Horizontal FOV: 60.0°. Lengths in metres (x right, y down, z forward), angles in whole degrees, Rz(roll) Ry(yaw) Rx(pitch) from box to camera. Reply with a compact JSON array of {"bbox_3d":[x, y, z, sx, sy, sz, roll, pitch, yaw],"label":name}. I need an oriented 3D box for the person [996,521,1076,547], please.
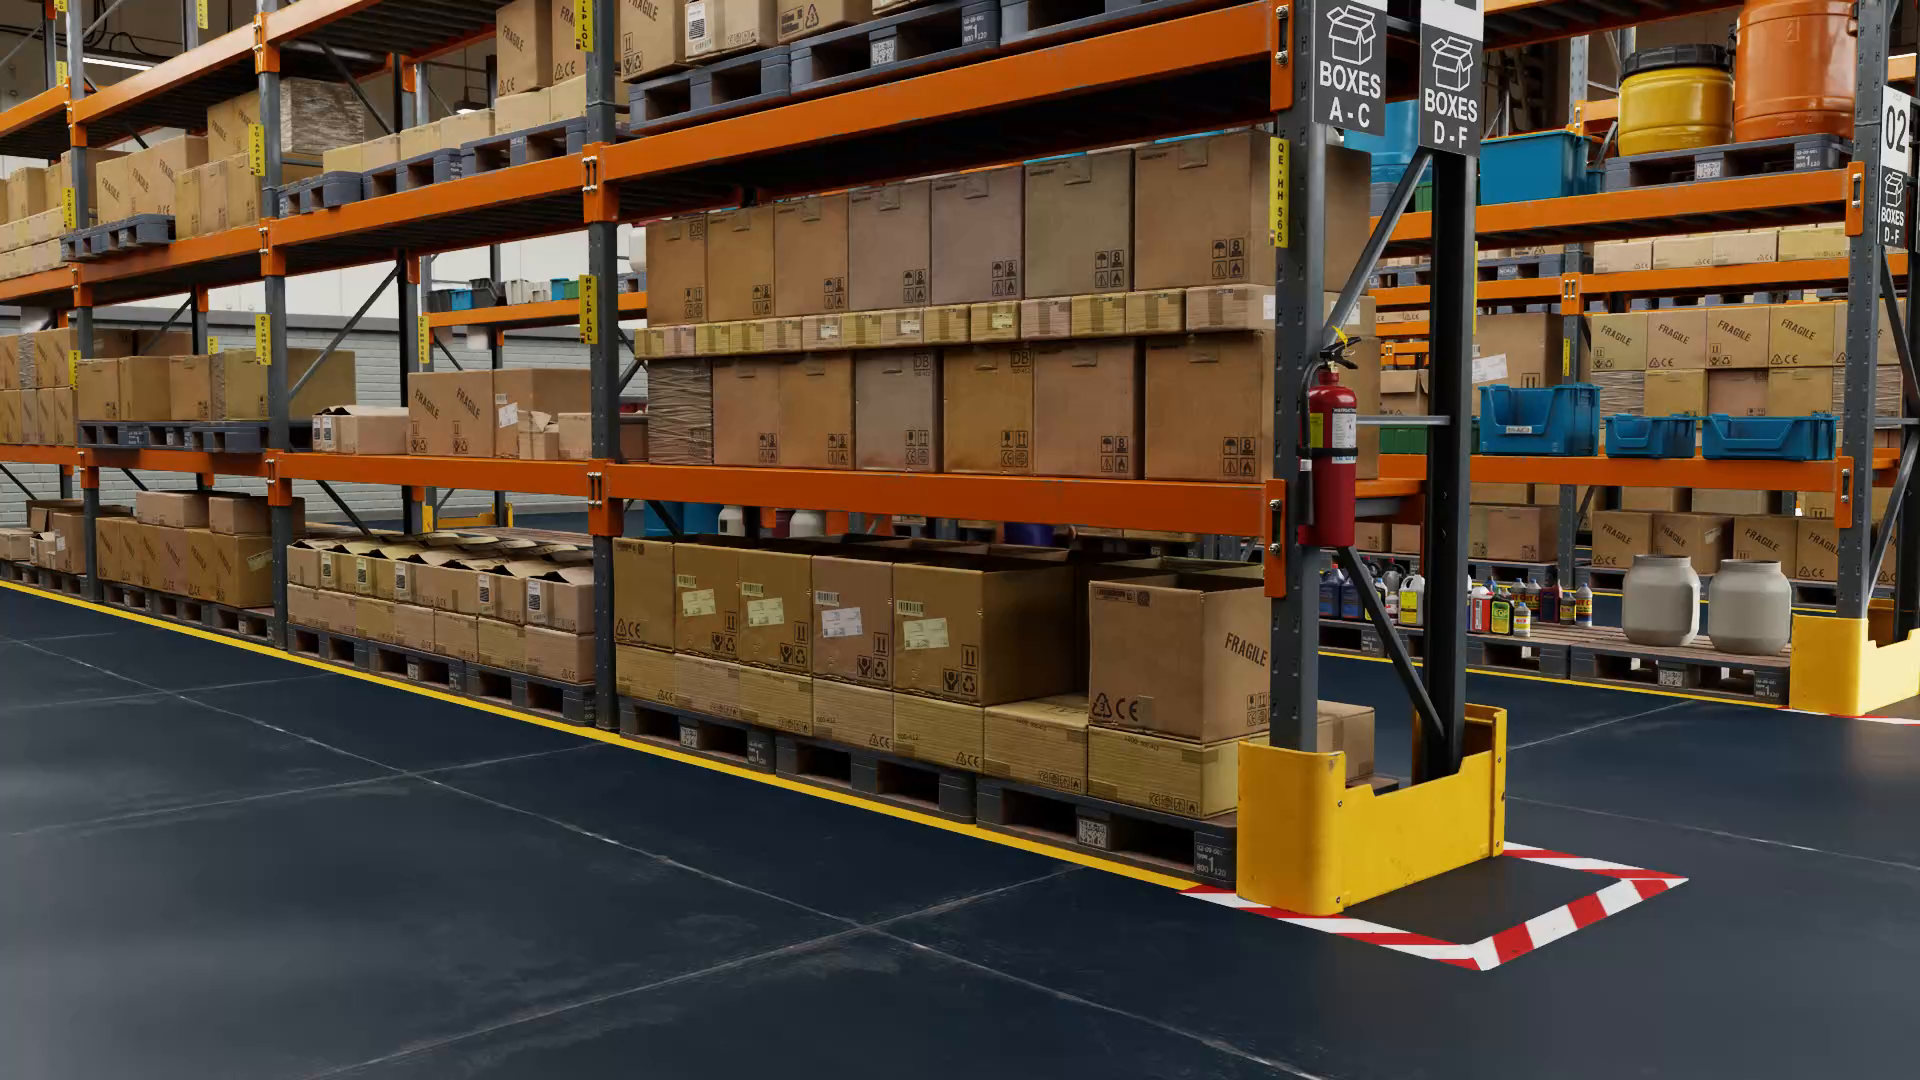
[{"bbox_3d":[0.480,-0.062,10.765,0.632,1.708,0.491,3,5,40],"label":"person"}]
